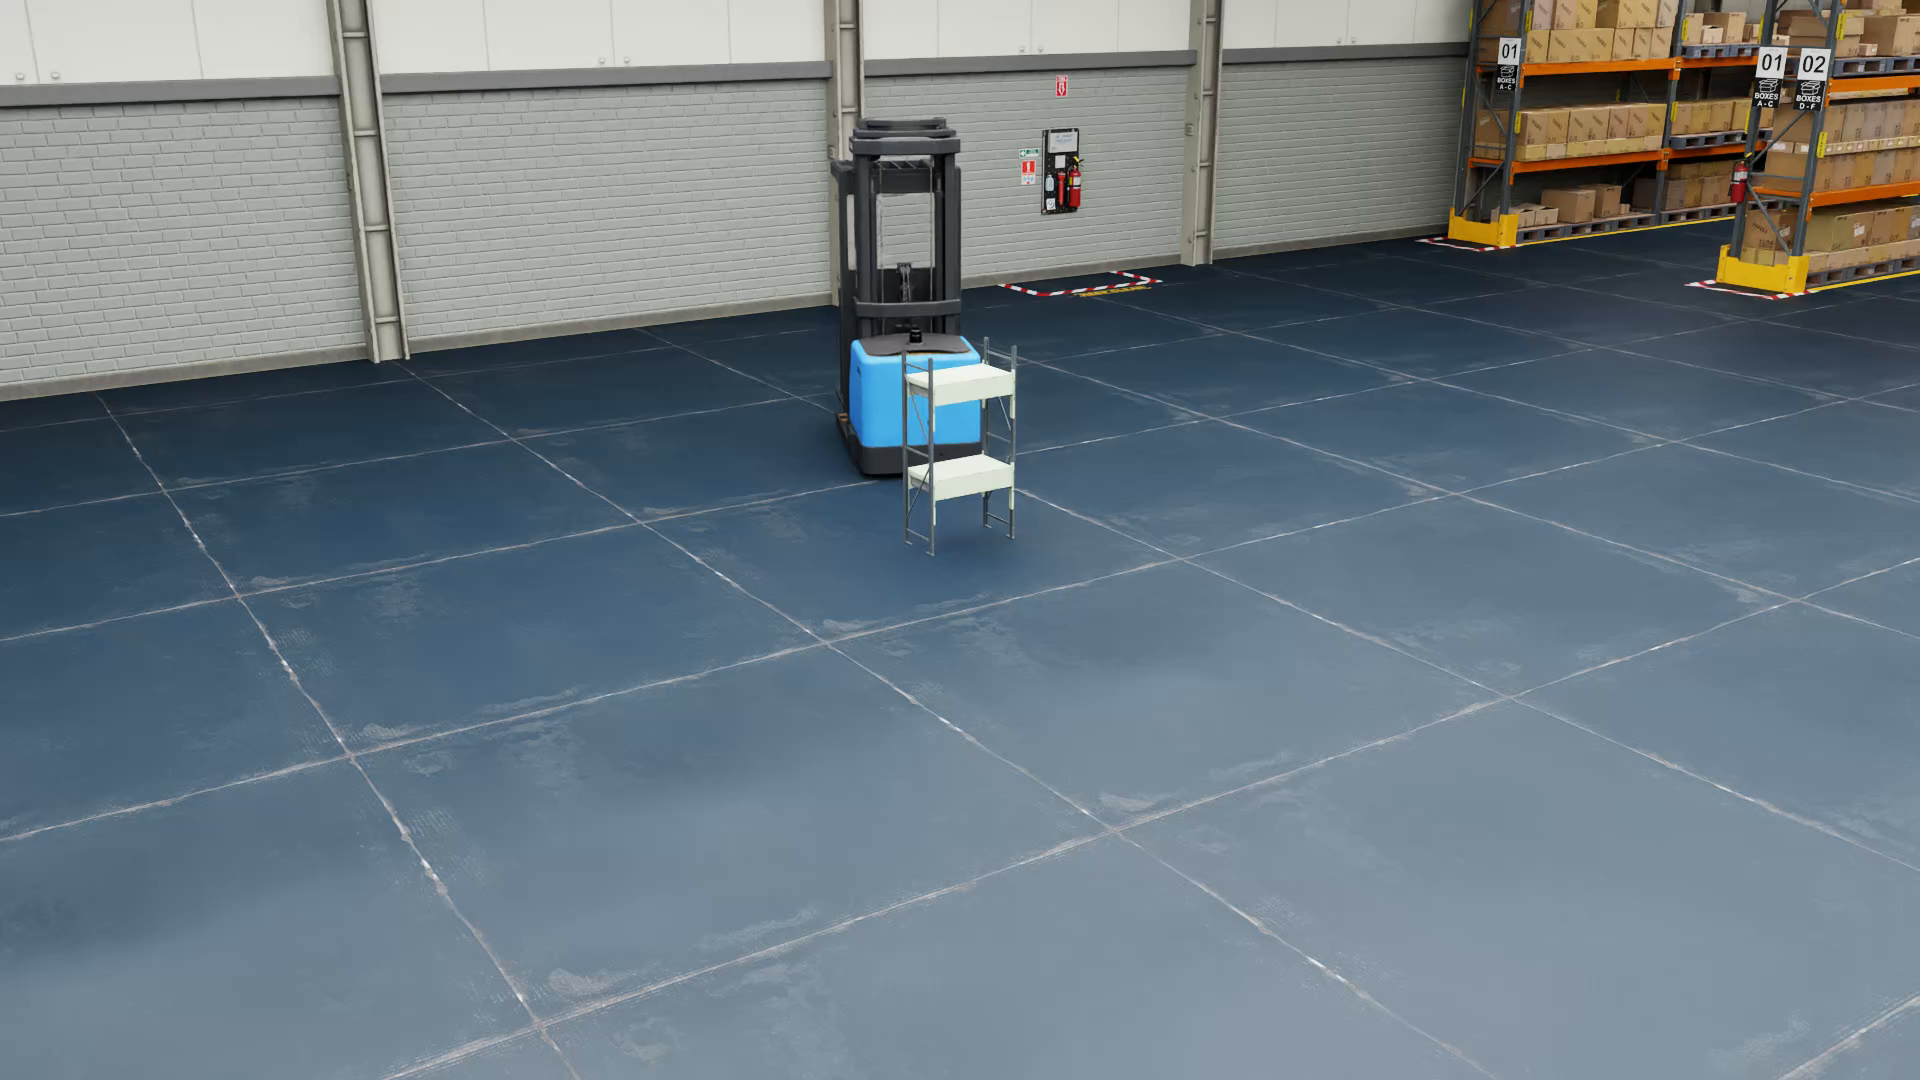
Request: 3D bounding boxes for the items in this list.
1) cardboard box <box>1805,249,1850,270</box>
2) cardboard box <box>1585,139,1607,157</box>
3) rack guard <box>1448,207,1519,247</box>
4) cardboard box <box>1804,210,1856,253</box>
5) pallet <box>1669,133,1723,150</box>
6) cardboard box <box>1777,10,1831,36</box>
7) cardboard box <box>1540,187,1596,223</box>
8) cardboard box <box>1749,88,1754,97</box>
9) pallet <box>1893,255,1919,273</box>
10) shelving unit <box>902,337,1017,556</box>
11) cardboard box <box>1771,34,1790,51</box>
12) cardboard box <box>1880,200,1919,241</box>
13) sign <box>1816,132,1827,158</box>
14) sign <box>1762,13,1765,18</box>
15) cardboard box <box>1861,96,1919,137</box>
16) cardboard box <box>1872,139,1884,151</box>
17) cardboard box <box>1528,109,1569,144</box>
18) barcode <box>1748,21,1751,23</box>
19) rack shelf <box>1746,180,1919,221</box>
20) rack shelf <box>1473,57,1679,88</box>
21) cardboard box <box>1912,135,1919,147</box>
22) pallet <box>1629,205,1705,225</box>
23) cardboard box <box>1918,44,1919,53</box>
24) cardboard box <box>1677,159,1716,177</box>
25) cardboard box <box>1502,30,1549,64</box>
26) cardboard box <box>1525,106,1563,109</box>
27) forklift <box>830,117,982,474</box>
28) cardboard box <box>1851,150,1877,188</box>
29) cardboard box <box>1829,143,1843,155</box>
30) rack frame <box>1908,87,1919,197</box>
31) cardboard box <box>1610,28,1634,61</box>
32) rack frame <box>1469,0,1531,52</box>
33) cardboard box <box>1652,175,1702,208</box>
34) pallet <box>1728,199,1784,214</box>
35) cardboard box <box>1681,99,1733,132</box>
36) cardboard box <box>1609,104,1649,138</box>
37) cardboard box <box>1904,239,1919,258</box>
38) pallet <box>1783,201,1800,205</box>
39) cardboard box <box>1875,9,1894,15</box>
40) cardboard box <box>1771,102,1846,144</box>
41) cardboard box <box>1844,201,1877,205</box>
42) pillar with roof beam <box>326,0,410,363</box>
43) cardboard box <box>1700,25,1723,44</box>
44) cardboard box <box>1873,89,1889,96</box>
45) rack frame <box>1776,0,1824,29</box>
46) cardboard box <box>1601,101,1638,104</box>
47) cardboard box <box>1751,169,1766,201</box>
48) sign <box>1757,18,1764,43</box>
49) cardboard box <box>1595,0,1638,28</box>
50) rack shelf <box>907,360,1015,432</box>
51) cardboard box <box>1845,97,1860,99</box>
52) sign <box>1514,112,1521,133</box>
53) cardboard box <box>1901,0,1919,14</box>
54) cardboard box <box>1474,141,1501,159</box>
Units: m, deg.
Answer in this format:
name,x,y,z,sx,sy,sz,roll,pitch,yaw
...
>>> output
name,x,y,z,sx,sy,sz,roll,pitch,yaw
cardboard box,12.171,-3.988,23.495,0.500,0.250,0.500,-12,22,-31
cardboard box,10.317,-6.503,27.500,0.500,0.250,0.500,-12,22,-31
rack guard,8.521,-5.121,27.112,0.348,0.500,1.175,-12,22,-31
cardboard box,12.172,-4.343,23.373,0.500,0.500,0.500,-12,22,-31
pallet,12.516,-7.001,29.070,1.213,0.211,1.003,-12,22,-31
cardboard box,15.504,-9.477,30.567,0.500,0.500,0.700,-14,23,-36
cardboard box,10.201,-5.630,27.931,0.500,0.500,0.700,-14,23,-35
cardboard box,14.606,-8.135,30.267,0.250,0.149,0.380,-17,25,-40
pallet,13.838,-4.222,24.904,1.213,0.211,1.003,-12,22,-31
shelving unit,-0.006,-0.709,12.501,0.755,1.500,0.431,-12,22,-31
cardboard box,14.686,-8.890,29.782,0.500,0.311,0.500,-12,22,-31
cardboard box,13.834,-4.699,24.426,0.500,0.500,0.500,-12,22,-31
sign,11.485,-5.266,22.161,0.005,0.325,0.100,-12,22,-31
sign,14.840,-9.554,30.708,0.005,0.325,0.100,-12,22,-31
cardboard box,13.318,-6.077,23.854,0.500,0.500,0.700,-12,22,-31
cardboard box,12.706,-5.561,23.342,0.250,0.149,0.380,-12,22,-32
cardboard box,9.440,-6.674,26.833,0.500,0.500,0.500,-12,22,-31
barcode,14.488,-9.493,30.522,0.075,0.075,0.001,-12,22,-31
rack shelf,12.855,-4.979,23.912,4.000,0.370,1.077,-12,22,-31
rack shelf,10.128,-7.724,27.349,4.000,0.370,1.077,-12,22,-31
cardboard box,13.565,-5.743,23.879,0.250,0.149,0.380,-12,22,-32
pallet,12.447,-5.813,29.610,1.213,0.211,1.003,-12,22,-31
cardboard box,13.668,-6.954,23.464,0.250,0.149,0.380,-12,22,-31
cardboard box,13.202,-6.681,29.869,0.500,0.250,0.500,-13,22,-33
cardboard box,8.874,-7.762,26.149,0.500,0.500,0.500,-11,22,-30
cardboard box,9.589,-6.904,27.514,0.500,0.500,0.500,-13,22,-33
forklift,-0.575,-2.379,15.207,1.130,2.935,3.031,-3,19,-10
cardboard box,12.436,-5.273,23.504,0.500,0.500,0.700,-12,22,-31
cardboard box,11.850,-5.381,22.809,0.250,0.149,0.380,-13,22,-33
rack frame,14.526,-5.672,24.839,0.127,3.000,1.000,-12,22,-31
cardboard box,10.641,-8.126,27.226,0.500,0.500,0.500,-13,23,-33
rack frame,8.457,-9.134,25.711,0.127,3.000,1.000,-12,22,-31
cardboard box,12.808,-6.259,29.792,0.500,0.500,0.700,-12,22,-32
pallet,14.485,-6.243,30.881,1.213,0.211,1.003,-12,22,-31
cardboard box,13.245,-7.554,29.561,0.500,0.500,0.700,-9,21,-24
cardboard box,11.160,-7.035,27.901,0.500,0.500,0.500,-12,22,-32
cardboard box,13.835,-4.343,24.545,0.500,0.250,0.500,-12,22,-31
pallet,15.839,-6.499,31.638,1.213,0.211,1.003,-12,22,-31
cardboard box,17.255,-9.841,31.645,0.500,0.500,0.700,-12,22,-32
cardboard box,11.626,-5.718,22.792,0.500,0.500,0.700,-12,22,-31
cardboard box,13.131,-4.750,24.577,0.500,0.500,0.500,-12,22,-31
pillar with roof beam,-4.099,-5.167,13.976,0.400,9.000,9.100,-12,22,-31
cardboard box,12.813,-8.758,28.765,0.500,0.311,0.500,-11,22,-30
cardboard box,17.372,-8.631,31.767,0.500,0.250,0.500,-11,22,-30
rack frame,15.139,-10.543,29.880,0.127,3.000,1.000,-12,22,-31
cardboard box,11.291,-7.263,28.577,0.500,0.500,0.500,-13,22,-33
cardboard box,14.566,-6.584,30.754,0.500,0.500,0.700,-12,22,-31
sign,10.898,-6.918,22.582,0.005,0.325,0.100,-12,22,-31
cardboard box,10.646,-8.593,27.047,0.500,0.500,0.500,-13,23,-33
rack shelf,-0.006,-1.079,12.376,0.720,0.370,0.431,-12,22,-31
cardboard box,16.543,-8.093,31.347,0.500,0.500,0.500,-12,22,-32
sign,8.756,-6.557,26.104,0.005,0.325,0.100,-12,22,-31
cardboard box,18.934,-10.543,32.813,0.500,0.500,0.500,-12,22,-32
cardboard box,8.741,-6.365,27.090,0.500,0.250,0.500,-12,22,-31
